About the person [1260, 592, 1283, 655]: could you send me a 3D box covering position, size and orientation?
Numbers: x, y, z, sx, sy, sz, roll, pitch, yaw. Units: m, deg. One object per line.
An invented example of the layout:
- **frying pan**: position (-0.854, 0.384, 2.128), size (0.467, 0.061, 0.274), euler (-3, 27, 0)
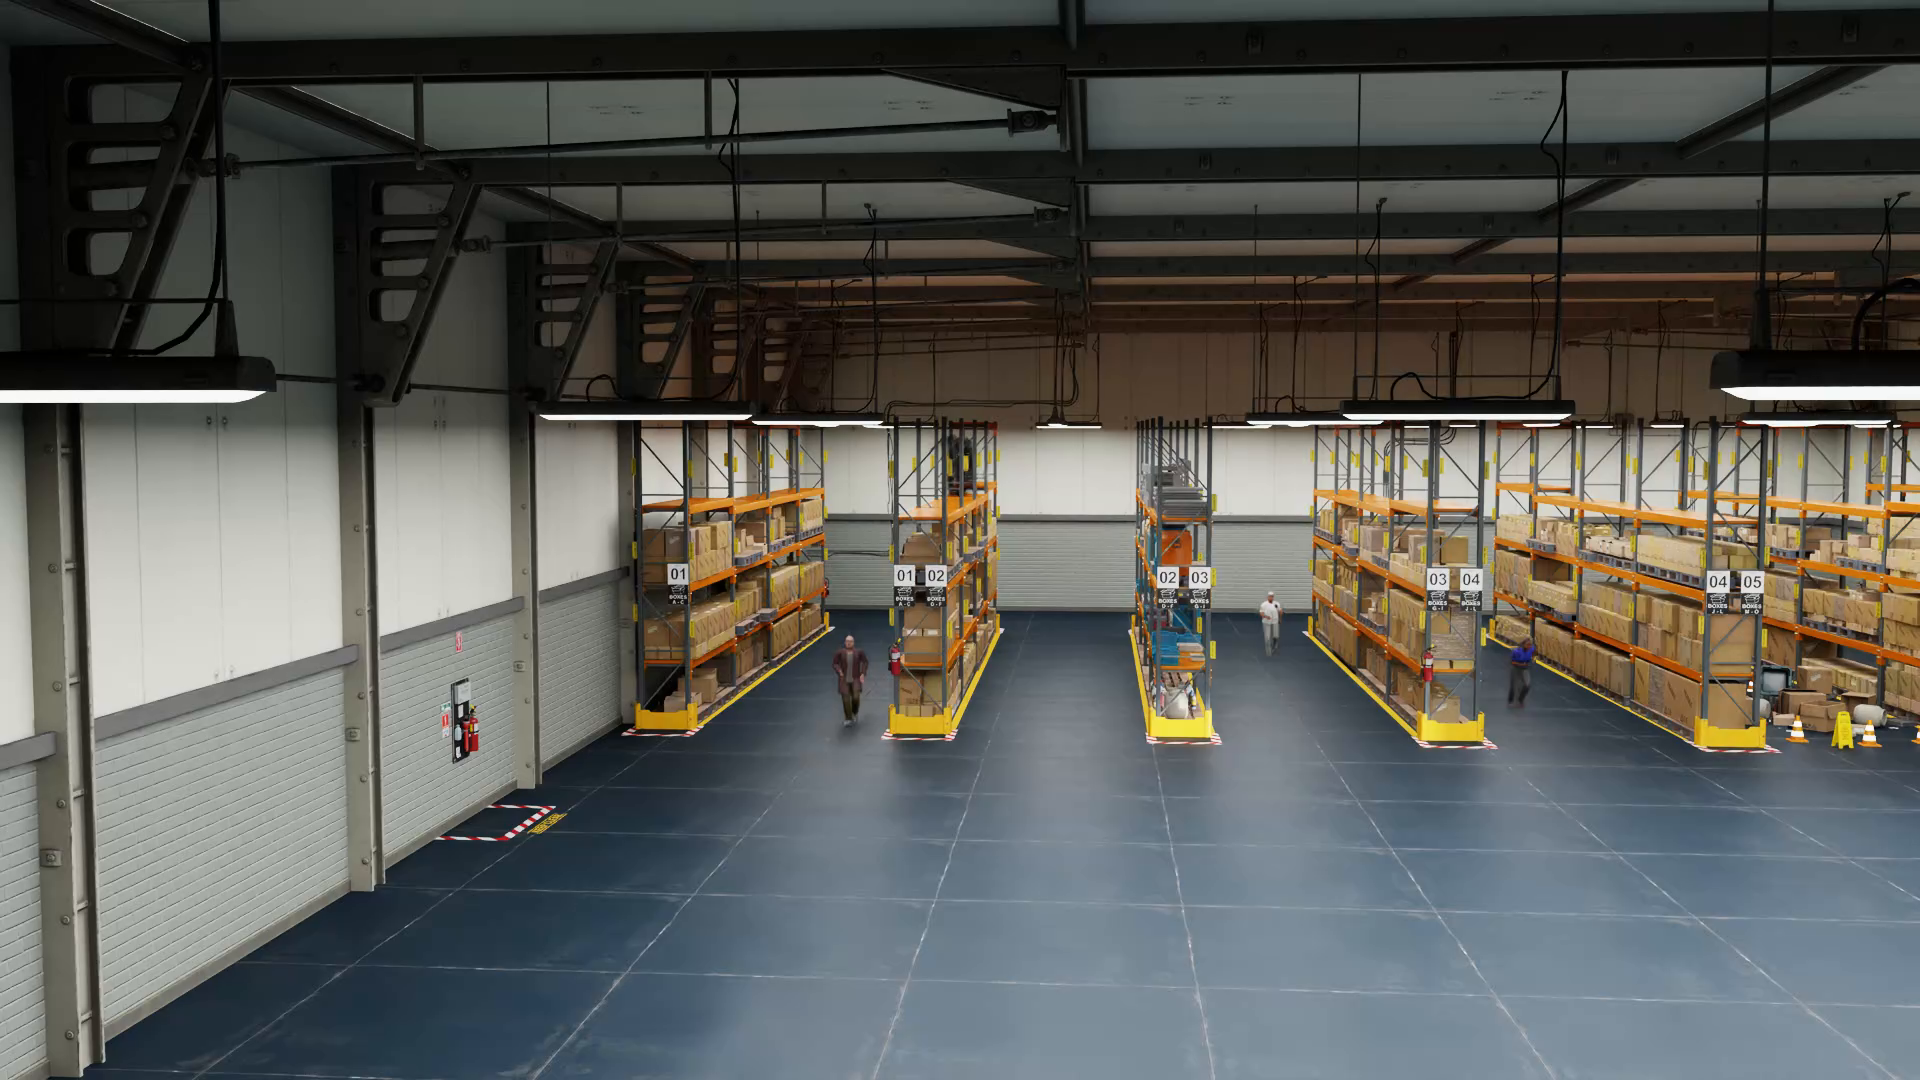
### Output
- **person**: position (7.938, 2.144, 42.378), size (0.593, 1.618, 0.577), euler (0, 4, 6)

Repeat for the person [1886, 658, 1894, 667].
- **person**: position (21.375, 2.365, 37.900), size (0.725, 1.794, 0.950), euler (0, 4, 6)

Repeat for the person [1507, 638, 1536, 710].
- **person**: position (11.557, 2.740, 34.200), size (0.610, 1.533, 0.938), euler (0, 4, -5)

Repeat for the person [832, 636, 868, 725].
- **person**: position (-2.137, 2.836, 32.294), size (0.699, 1.547, 0.625), euler (0, 4, -2)
